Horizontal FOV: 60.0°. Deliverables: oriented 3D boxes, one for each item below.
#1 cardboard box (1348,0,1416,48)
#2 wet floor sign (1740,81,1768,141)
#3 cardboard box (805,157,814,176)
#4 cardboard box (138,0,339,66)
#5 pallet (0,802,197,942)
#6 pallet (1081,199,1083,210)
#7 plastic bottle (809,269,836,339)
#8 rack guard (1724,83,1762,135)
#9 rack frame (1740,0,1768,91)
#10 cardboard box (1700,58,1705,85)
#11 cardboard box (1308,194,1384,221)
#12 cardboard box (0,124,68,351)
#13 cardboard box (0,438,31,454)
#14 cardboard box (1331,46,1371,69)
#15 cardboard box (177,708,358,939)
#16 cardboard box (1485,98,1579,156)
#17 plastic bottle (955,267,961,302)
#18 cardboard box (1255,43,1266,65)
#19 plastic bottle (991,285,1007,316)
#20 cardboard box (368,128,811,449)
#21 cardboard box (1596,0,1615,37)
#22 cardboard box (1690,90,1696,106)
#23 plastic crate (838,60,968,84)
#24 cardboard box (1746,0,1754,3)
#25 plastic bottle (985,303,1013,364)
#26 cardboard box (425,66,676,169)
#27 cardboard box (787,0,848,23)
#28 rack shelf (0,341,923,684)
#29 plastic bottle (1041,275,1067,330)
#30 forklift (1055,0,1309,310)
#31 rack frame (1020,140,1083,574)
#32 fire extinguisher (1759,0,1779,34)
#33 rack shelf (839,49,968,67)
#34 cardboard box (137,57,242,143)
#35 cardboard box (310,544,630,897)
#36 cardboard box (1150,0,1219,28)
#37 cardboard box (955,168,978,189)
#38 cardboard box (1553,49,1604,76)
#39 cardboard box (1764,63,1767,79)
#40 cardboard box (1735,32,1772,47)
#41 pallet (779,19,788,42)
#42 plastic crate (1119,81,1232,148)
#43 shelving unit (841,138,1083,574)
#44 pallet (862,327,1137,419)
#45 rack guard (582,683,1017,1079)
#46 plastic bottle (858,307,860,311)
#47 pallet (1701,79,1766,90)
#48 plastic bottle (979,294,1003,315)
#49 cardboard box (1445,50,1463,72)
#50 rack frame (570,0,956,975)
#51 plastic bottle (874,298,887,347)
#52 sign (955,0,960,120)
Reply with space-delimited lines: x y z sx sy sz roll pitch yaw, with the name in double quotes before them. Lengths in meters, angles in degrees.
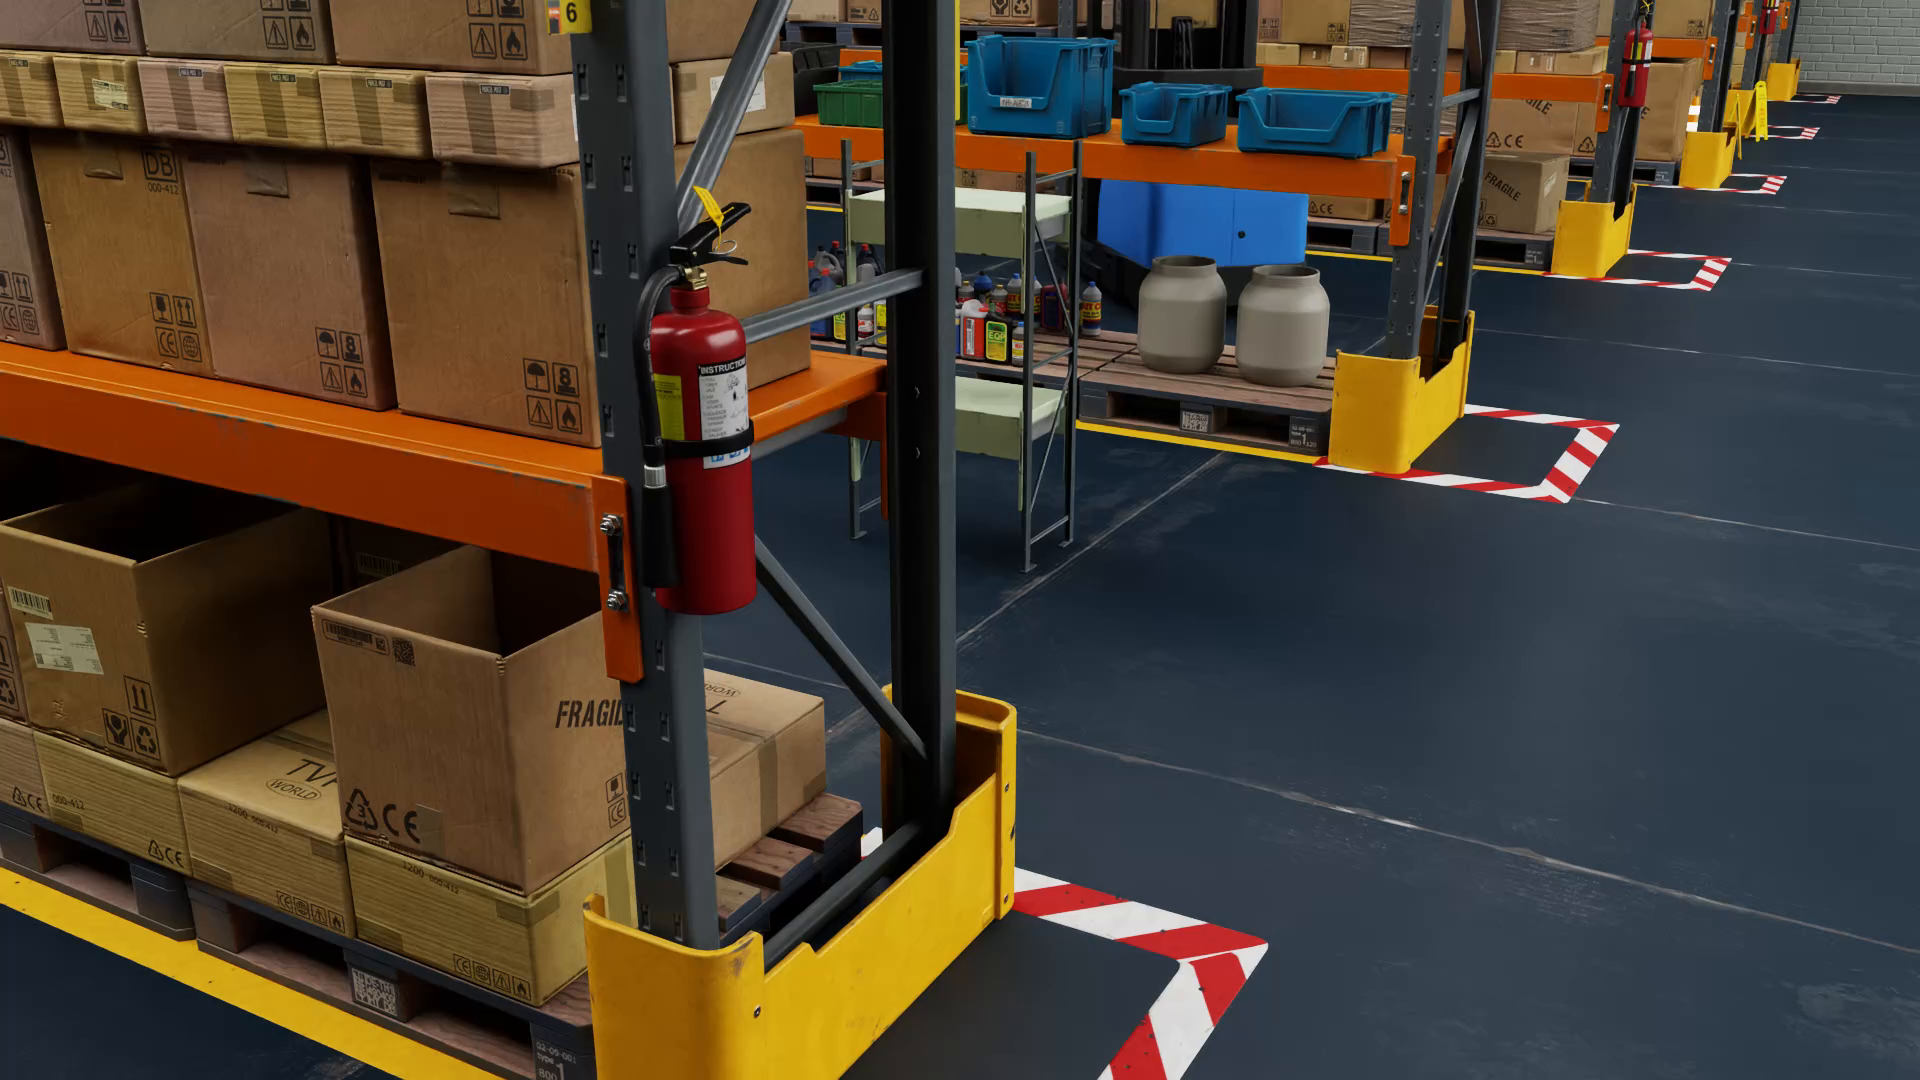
"cardboard box" 3.154 -3.792 11.837 0.500 0.500 0.875 11 23 27
"wet floor sign" 9.009 -4.855 18.804 0.267 0.644 0.232 -16 26 -38
"cardboard box" -1.367 -3.530 14.719 0.500 0.500 0.700 9 22 23
"cardboard box" -1.212 -1.246 3.353 0.500 0.500 0.700 10 22 26
"pallet" -2.052 0.579 4.458 1.213 0.211 1.003 11 23 27
"pallet" 1.643 -2.615 13.265 1.213 0.211 1.003 11 23 27
"plastic bottle" -0.709 -1.225 8.583 0.185 0.351 0.144 10 22 25
"rack guard" 9.298 -5.150 19.829 0.348 0.500 1.175 11 23 27
"rack frame" 9.365 -6.312 19.368 0.127 3.000 1.000 11 23 27
"cardboard box" 8.774 -5.790 20.244 0.500 0.500 0.500 10 22 26
"cardboard box" 2.919 -2.692 12.438 0.500 0.500 0.500 13 24 32
"cardboard box" -2.057 -0.799 4.021 0.500 0.500 0.700 12 23 29
"cardboard box" -2.670 0.000 4.282 0.500 0.500 0.500 11 23 27
"cardboard box" 2.821 -3.448 11.840 0.250 0.149 0.380 11 23 27
"cardboard box" -1.358 0.601 3.726 0.500 0.250 0.500 11 23 27
"cardboard box" 5.645 -4.259 16.208 0.875 0.875 0.875 10 22 26
"plastic bottle" -0.084 -1.344 9.021 0.135 0.276 0.152 11 23 28
"cardboard box" 2.184 -3.583 12.213 0.250 0.149 0.380 11 23 27
"plastic bottle" 0.212 -1.263 8.907 0.097 0.201 0.097 0 20 0
"cardboard box" -0.704 -0.542 3.314 0.500 0.500 0.700 11 23 27
"cardboard box" 6.202 -5.025 15.601 0.550 0.550 0.875 11 23 27
"cardboard box" 8.507 -5.275 19.926 0.500 0.250 0.500 11 23 27
"plastic crate" -0.277 -2.380 8.744 0.616 0.251 0.499 11 23 27
"cardboard box" 11.224 -7.841 23.436 0.500 0.500 0.500 10 22 26
"plastic bottle" 0.188 -1.006 8.079 0.133 0.283 0.061 11 23 29
"cardboard box" -0.729 -0.772 2.997 0.250 0.149 0.380 10 22 26
"cardboard box" -1.102 -4.472 13.899 0.500 0.250 0.500 10 22 26
"rack shelf" -2.049 -0.408 4.146 4.000 0.370 1.077 11 23 27
"plastic bottle" 0.496 -1.255 8.764 0.133 0.283 0.061 11 23 28
"forklift" 1.290 -3.228 10.966 1.130 2.935 3.031 -4 20 -12
"rack frame" 0.325 -0.643 5.938 0.023 1.500 0.400 11 23 27
"fire extinguisher" 9.240 -6.120 18.950 0.183 0.674 0.296 11 23 27
"rack shelf" -0.707 -4.022 14.108 4.000 0.370 1.077 11 23 27
"cardboard box" -1.400 -0.900 3.351 0.250 0.149 0.380 11 23 28
"cardboard box" -0.916 0.329 3.377 0.500 0.500 0.500 11 23 27
"cardboard box" 1.822 -4.027 12.486 0.500 0.500 0.875 11 23 27
"cardboard box" 0.107 -3.252 13.953 0.500 0.500 0.700 11 22 27
"cardboard box" 4.182 -3.230 11.239 0.250 0.149 0.380 11 23 27
"cardboard box" 11.449 -6.835 24.226 0.500 0.250 0.500 11 23 28
"cardboard box" 11.228 -7.149 23.625 0.500 0.250 0.500 12 23 29
"pallet" -1.778 -4.515 14.696 1.003 0.211 1.213 11 23 27
"plastic crate" 0.969 -1.921 7.481 0.408 0.251 0.499 11 23 27
"shelving unit" 0.006 -0.704 6.106 0.755 1.500 0.431 11 23 27
"pallet" 0.259 -0.915 8.579 1.213 0.211 1.003 11 23 27
"rack guard" -0.282 0.766 3.522 0.348 0.500 1.175 11 23 27
"plastic bottle" -0.562 -1.174 8.560 0.097 0.271 0.097 0 20 0
"pallet" 11.094 -6.594 24.235 1.213 0.211 1.003 11 23 27
"plastic bottle" 0.144 -1.074 8.266 0.133 0.283 0.061 11 23 27
"cardboard box" 3.510 -3.344 11.553 0.250 0.149 0.380 11 23 27
"rack frame" -0.303 -0.414 3.106 0.127 3.000 1.000 11 23 27
"plastic bottle" -0.338 -1.154 8.388 0.185 0.351 0.144 11 22 27
"sign" -0.027 -1.022 3.398 0.005 0.325 0.100 11 23 27
